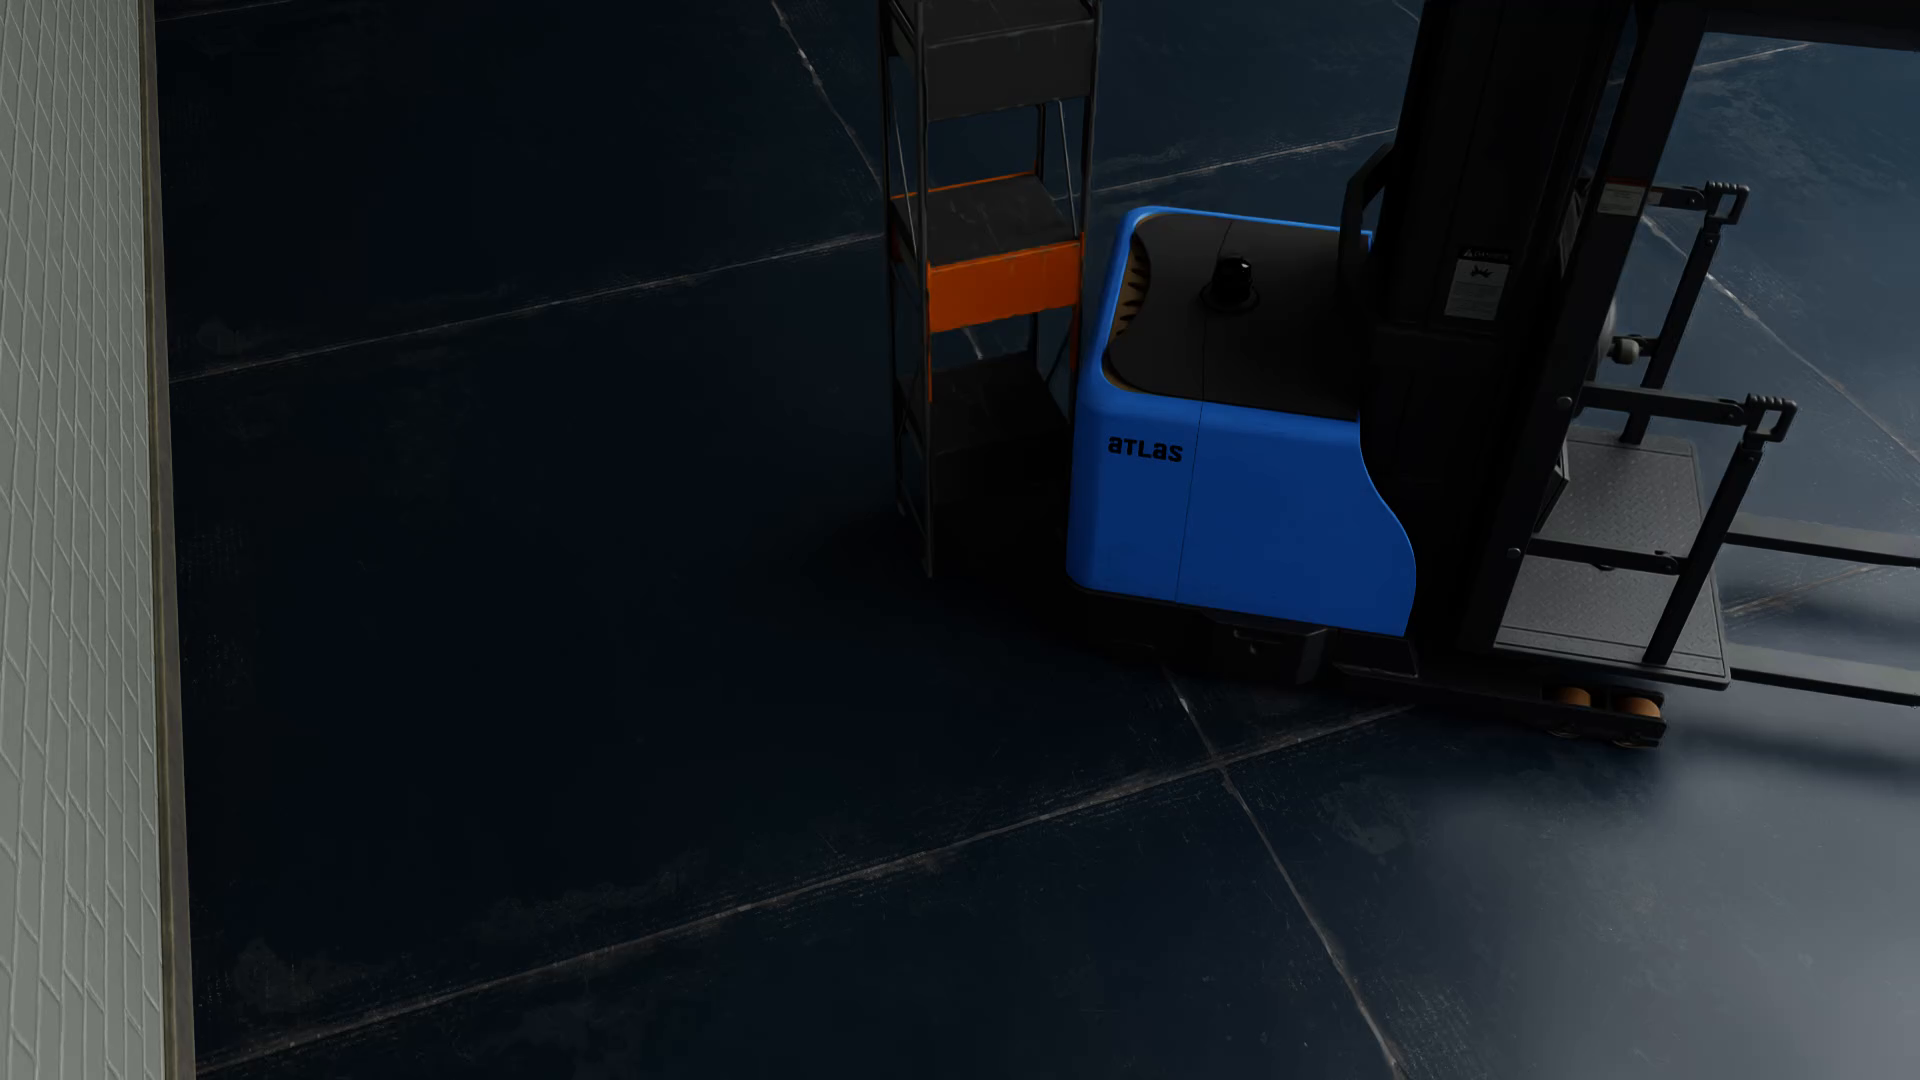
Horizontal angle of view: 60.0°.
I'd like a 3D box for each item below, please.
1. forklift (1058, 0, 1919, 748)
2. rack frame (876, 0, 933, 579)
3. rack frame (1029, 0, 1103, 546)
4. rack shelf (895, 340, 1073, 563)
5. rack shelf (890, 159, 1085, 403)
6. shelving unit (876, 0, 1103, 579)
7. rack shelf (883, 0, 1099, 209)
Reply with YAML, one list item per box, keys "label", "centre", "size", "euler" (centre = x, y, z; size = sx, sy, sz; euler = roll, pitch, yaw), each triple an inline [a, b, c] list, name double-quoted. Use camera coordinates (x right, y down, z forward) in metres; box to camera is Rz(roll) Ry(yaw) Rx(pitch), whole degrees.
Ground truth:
- label: "forklift"
  centre: [1.888, -0.809, 4.487]
  size: [3.031, 2.935, 1.130]
  euler: [8, 46, 8]
- label: "rack frame"
  centre: [-0.162, -0.747, 5.012]
  size: [0.015, 2.100, 0.400]
  euler: [-13, 47, -13]
- label: "rack frame"
  centre: [0.302, -0.855, 5.120]
  size: [0.015, 2.100, 0.400]
  euler: [-13, 47, -13]
- label: "rack shelf"
  centre: [0.070, -0.297, 5.571]
  size: [0.480, 0.518, 0.431]
  euler: [-13, 47, -13]
- label: "rack shelf"
  centre: [0.070, -0.791, 5.075]
  size: [0.480, 0.518, 0.431]
  euler: [-13, 47, -13]
- label: "shelving unit"
  centre: [0.070, -0.801, 5.066]
  size: [0.503, 2.100, 0.431]
  euler: [-13, 47, -13]
- label: "rack shelf"
  centre: [0.070, -1.285, 4.580]
  size: [0.480, 0.518, 0.431]
  euler: [-13, 47, -13]
